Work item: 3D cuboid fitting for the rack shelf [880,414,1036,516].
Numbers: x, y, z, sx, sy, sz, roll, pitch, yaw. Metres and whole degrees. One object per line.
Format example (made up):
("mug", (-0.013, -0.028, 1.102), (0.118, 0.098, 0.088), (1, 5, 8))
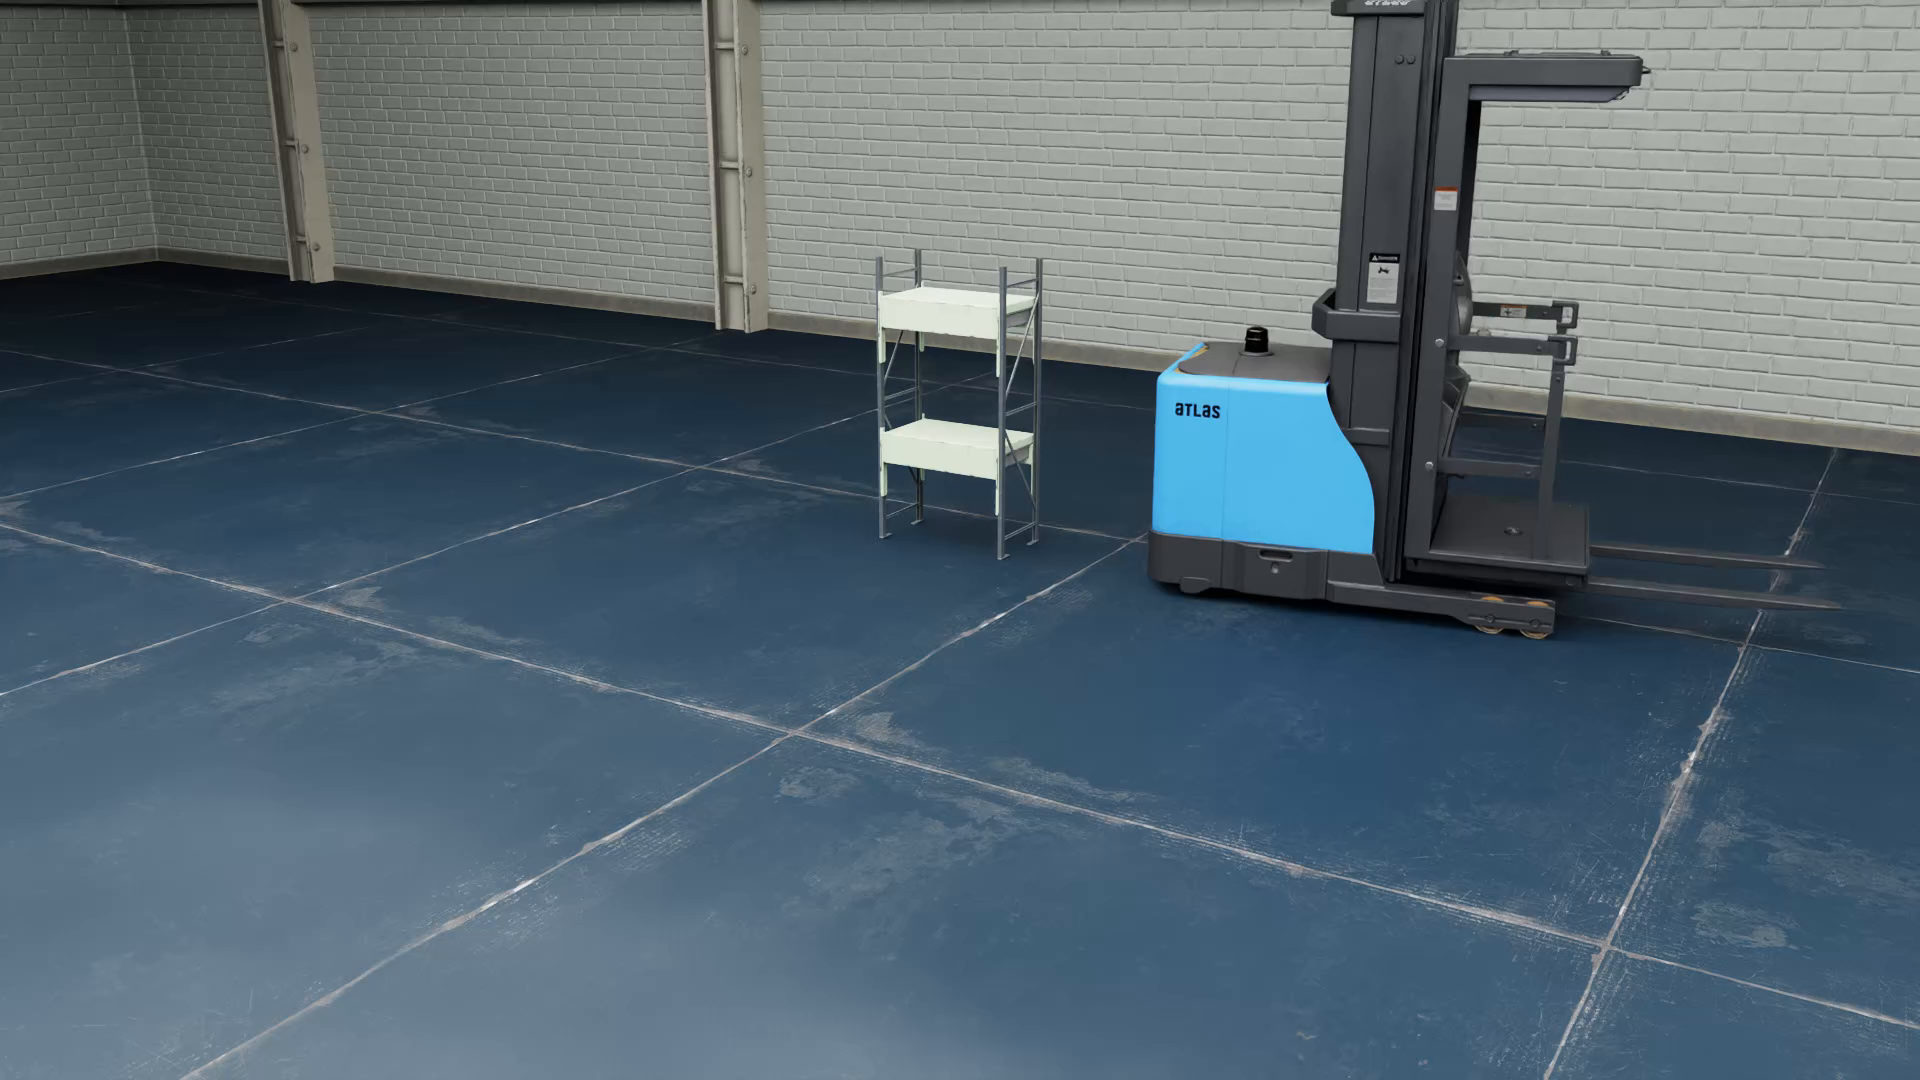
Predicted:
("rack shelf", (-0.006, -0.407, 8.761), (0.720, 0.370, 0.431), (10, 20, 30))

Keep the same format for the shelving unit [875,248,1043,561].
("shelving unit", (-0.006, -0.719, 8.667), (0.755, 1.500, 0.431), (10, 20, 30))

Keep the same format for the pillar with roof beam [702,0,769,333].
("pillar with roof beam", (-4.250, -5.184, 10.466), (0.400, 9.000, 9.100), (10, 20, 30))

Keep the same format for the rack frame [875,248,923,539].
("rack frame", (-0.318, -0.774, 8.850), (0.023, 1.500, 0.400), (10, 20, 30))

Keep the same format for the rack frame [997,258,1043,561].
("rack frame", (0.306, -0.663, 8.483), (0.023, 1.500, 0.400), (10, 20, 30))

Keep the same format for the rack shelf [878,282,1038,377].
("rack shelf", (-0.006, -1.092, 8.553), (0.720, 0.370, 0.431), (10, 20, 30))

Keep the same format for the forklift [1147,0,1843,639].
("forklift", (2.482, -1.135, 7.575), (3.031, 2.935, 1.130), (6, 18, 19))

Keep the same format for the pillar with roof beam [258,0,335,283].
("pillar with roof beam", (-9.363, -6.097, 13.471), (0.400, 9.000, 9.100), (10, 20, 30))
